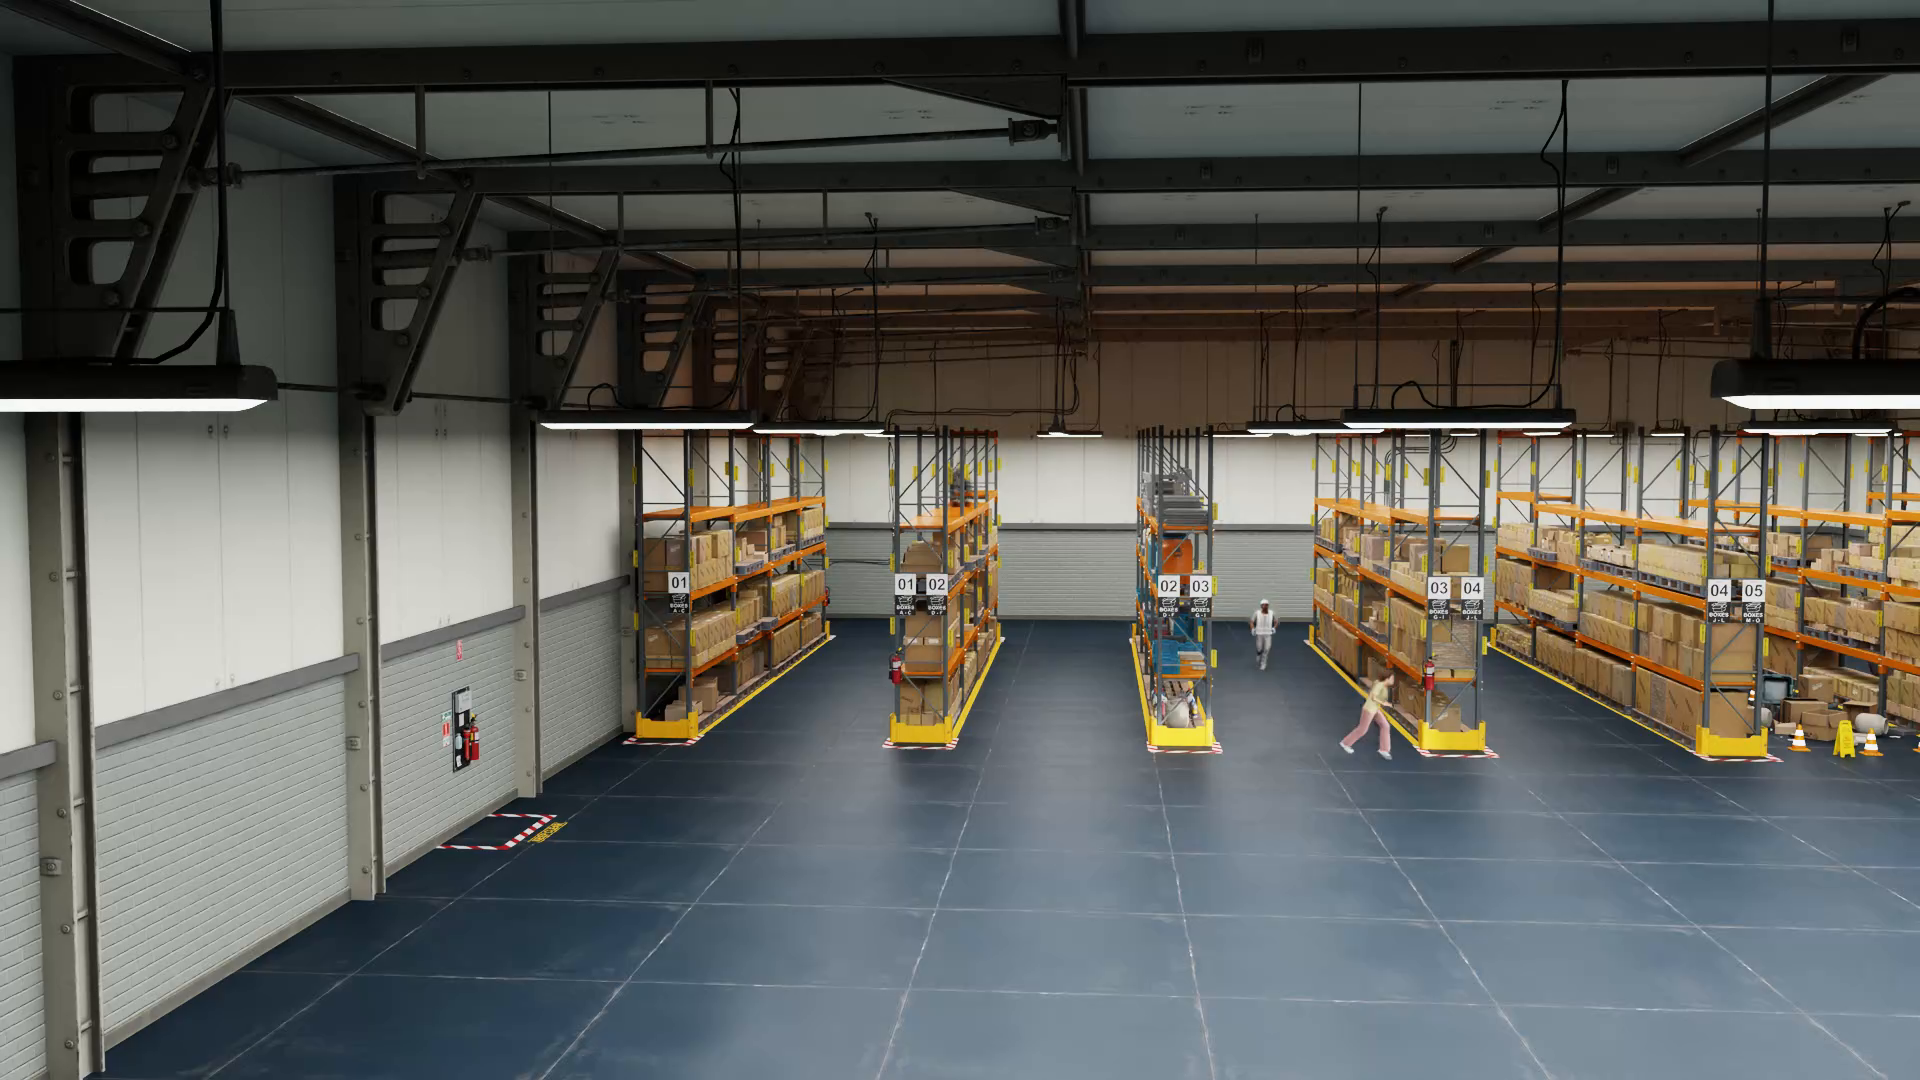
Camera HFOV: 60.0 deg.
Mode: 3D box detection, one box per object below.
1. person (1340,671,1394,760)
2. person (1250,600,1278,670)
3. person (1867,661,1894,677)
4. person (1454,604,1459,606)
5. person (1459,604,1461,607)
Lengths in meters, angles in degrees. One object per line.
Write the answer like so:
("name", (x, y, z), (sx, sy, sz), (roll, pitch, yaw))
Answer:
("person", (7.353, 3.145, 30.017), (0.964, 1.627, 0.617), (1, 4, 23))
("person", (7.617, 2.363, 41.627), (0.696, 1.743, 0.703), (0, 3, 6))
("person", (21.500, 2.534, 38.847), (0.659, 1.757, 0.878), (0, 3, 6))
("person", (12.810, 2.362, 43.197), (0.599, 1.616, 0.949), (0, 3, 1))
("person", (13.725, 2.191, 45.062), (0.734, 1.712, 1.046), (0, 3, -5))
